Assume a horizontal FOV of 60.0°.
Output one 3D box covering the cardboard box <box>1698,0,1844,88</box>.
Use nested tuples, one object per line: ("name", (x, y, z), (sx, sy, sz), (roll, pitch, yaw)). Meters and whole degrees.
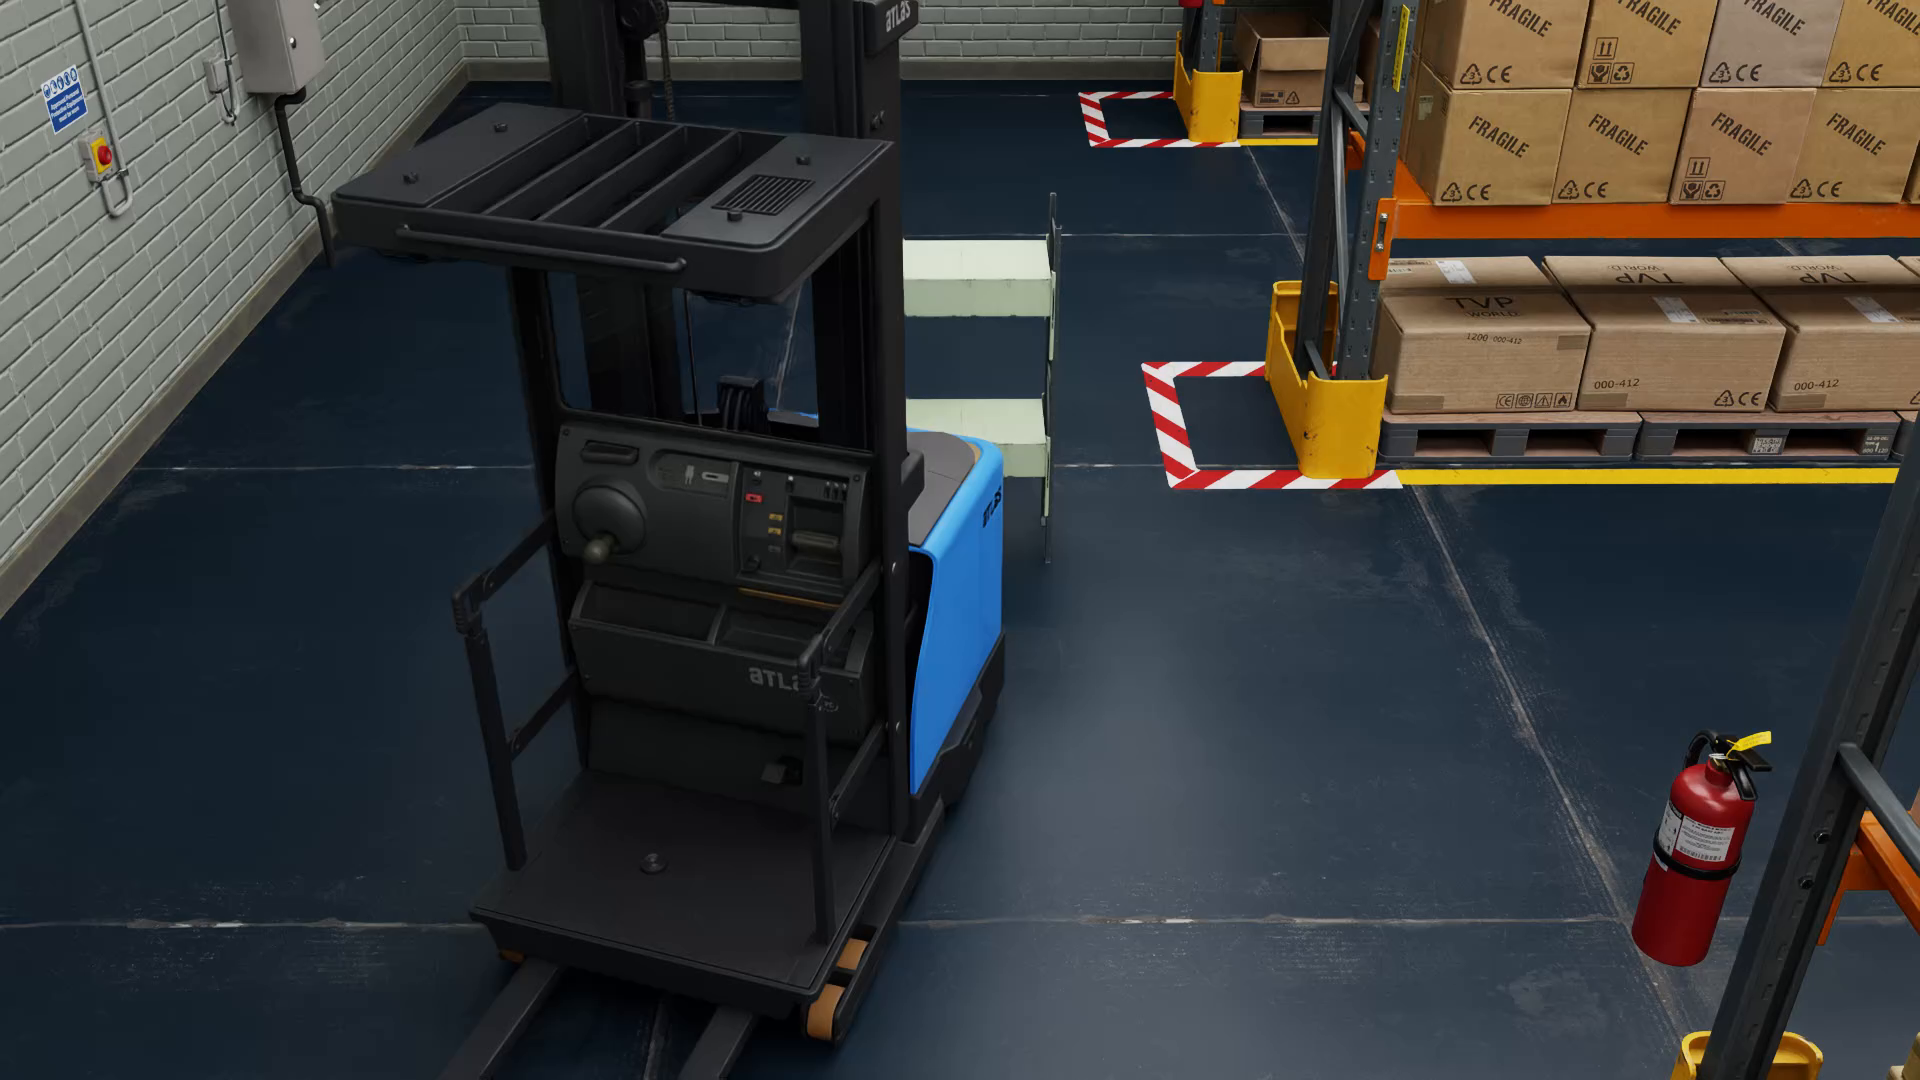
("cardboard box", (3.296, -2.204, 6.930), (0.500, 0.500, 0.500), (0, 31, -1))

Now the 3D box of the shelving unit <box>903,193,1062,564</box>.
("shelving unit", (0.007, -0.641, 6.861), (0.755, 1.500, 0.431), (0, 31, 0))

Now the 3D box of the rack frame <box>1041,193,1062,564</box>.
("rack frame", (0.373, -0.642, 6.863), (0.023, 1.500, 0.400), (0, 31, 0))

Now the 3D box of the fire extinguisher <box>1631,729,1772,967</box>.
("fire extinguisher", (1.659, 0.652, 3.717), (0.183, 0.674, 0.296), (0, 31, 0))

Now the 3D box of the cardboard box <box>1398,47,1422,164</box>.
("cardboard box", (2.263, -2.050, 7.641), (0.500, 0.500, 0.500), (0, 31, 0))

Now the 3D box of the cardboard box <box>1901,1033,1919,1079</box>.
("cardboard box", (2.441, 1.350, 3.903), (0.250, 0.149, 0.380), (0, 31, 0))

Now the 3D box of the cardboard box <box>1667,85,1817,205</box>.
("cardboard box", (3.279, -1.772, 7.183), (0.500, 0.500, 0.500), (0, 31, -1))

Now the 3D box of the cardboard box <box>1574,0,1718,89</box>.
("cardboard box", (2.781, -2.198, 6.921), (0.500, 0.500, 0.500), (-1, 31, -2))

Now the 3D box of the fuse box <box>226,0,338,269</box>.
("fuse box", (-3.723, -2.378, 9.520), (0.414, 1.711, 0.539), (0, 31, 0))

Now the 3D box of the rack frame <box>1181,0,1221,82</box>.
("rack frame", (1.749, -4.443, 11.682), (0.127, 3.000, 1.000), (0, 31, 0))

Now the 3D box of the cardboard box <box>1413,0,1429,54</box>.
("cardboard box", (2.263, -2.464, 7.359), (0.500, 0.500, 0.500), (1, 31, 1))

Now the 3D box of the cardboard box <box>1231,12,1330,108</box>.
("cardboard box", (2.361, -3.508, 12.143), (0.637, 0.503, 0.797), (-1, 31, -2))

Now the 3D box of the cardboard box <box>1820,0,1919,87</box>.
("cardboard box", (3.794, -2.206, 6.933), (0.500, 0.500, 0.500), (0, 31, 0))

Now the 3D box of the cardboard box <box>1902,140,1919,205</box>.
("cardboard box", (4.303, -1.776, 7.190), (0.500, 0.500, 0.500), (-1, 31, -1))

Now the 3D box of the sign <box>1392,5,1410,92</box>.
("sign", (1.780, -1.985, 6.719), (0.005, 0.325, 0.100), (0, 31, 0))

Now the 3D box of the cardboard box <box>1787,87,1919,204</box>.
("cardboard box", (3.779, -1.783, 7.200), (0.500, 0.500, 0.500), (1, 31, 1))

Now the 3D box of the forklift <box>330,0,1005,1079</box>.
("forklift", (-0.768, -0.029, 4.472), (1.130, 2.935, 3.031), (9, 32, 15))

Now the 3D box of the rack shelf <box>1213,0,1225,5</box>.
("rack shelf", (3.749, -4.142, 11.879), (4.000, 0.370, 1.077), (0, 31, 0))

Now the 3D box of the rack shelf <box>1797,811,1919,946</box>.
("rack shelf", (3.913, 1.000, 3.404), (4.000, 0.370, 1.077), (0, 31, 0))

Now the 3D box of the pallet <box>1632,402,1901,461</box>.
("pallet", (3.798, -0.722, 8.236), (1.213, 0.211, 1.003), (0, 31, 0))

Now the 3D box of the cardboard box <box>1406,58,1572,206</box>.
("cardboard box", (2.264, -1.764, 7.169), (0.500, 0.500, 0.500), (0, 31, -1))

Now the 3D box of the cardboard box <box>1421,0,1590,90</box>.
("cardboard box", (2.264, -2.193, 6.912), (0.500, 0.500, 0.500), (-1, 31, -1))

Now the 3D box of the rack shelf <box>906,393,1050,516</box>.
("rack shelf", (0.007, -0.363, 7.030), (0.720, 0.370, 0.431), (0, 31, 0))

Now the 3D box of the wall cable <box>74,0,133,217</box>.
("wall cable", (-3.856, -2.287, 7.118), (0.123, 1.953, 0.585), (0, 31, 0))

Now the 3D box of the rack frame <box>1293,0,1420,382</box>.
("rack frame", (1.782, -1.869, 7.438), (0.127, 3.000, 1.000), (0, 31, 0))

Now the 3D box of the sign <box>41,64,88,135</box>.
("sign", (-3.917, -1.929, 7.278), (0.001, 0.218, 0.327), (0, 31, 0))

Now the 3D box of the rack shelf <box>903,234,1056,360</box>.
("rack shelf", (0.007, -0.975, 6.659), (0.720, 0.370, 0.431), (0, 31, 0))

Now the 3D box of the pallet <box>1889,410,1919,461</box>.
("pallet", (5.022, -0.727, 8.245), (1.213, 0.211, 1.003), (0, 31, 0))

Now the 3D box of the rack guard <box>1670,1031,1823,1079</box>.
("rack guard", (1.989, 1.767, 3.856), (0.348, 0.500, 1.175), (0, 31, 0))

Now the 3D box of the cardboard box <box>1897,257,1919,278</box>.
("cardboard box", (5.154, -1.019, 8.103), (0.875, 0.438, 0.875), (-1, 31, -1))

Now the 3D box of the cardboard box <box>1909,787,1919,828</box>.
("cardboard box", (2.238, 0.658, 3.515), (0.250, 0.149, 0.380), (0, 31, 0))

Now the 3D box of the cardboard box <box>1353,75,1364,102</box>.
("cardboard box", (2.786, -3.338, 12.204), (0.250, 0.149, 0.380), (-1, 31, -2))

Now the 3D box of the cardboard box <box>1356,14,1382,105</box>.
("cardboard box", (3.216, -3.490, 12.115), (0.500, 0.500, 0.700), (1, 31, 2))

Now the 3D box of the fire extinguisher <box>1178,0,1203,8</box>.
("fire extinguisher", (1.605, -4.011, 11.403), (0.183, 0.674, 0.296), (0, 31, 0))

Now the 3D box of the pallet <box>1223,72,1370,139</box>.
("pallet", (2.622, -3.254, 12.411), (1.213, 0.211, 1.003), (0, 31, 0))

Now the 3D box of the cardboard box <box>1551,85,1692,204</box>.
("cardboard box", (2.770, -1.780, 7.196), (0.500, 0.500, 0.500), (-1, 31, -1))

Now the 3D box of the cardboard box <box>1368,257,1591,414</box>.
("cardboard box", (2.442, -1.007, 8.083), (0.875, 0.438, 0.875), (-1, 31, -2))

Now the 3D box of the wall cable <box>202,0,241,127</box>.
("wall cable", (-3.876, -3.009, 8.338), (0.122, 1.984, 0.588), (0, 31, 0))

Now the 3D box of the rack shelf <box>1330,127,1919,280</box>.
("rack shelf", (3.782, -1.567, 7.635), (4.000, 0.370, 1.077), (0, 31, 0))

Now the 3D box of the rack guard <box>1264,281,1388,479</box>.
("rack guard", (1.758, -0.800, 8.087), (0.348, 0.500, 1.175), (0, 31, 0))

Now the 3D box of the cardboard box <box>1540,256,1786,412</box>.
("cardboard box", (3.357, -1.014, 8.095), (0.875, 0.438, 0.875), (1, 31, 1))

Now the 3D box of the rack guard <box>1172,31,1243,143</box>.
("rack guard", (1.825, -3.375, 12.331), (0.348, 0.500, 1.175), (0, 31, 0))

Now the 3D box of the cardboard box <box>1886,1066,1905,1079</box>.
("cardboard box", (2.439, 1.461, 4.007), (0.250, 0.149, 0.380), (-1, 31, -2))

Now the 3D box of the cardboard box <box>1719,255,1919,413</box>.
("cardboard box", (4.259, -1.016, 8.098), (0.875, 0.438, 0.875), (-1, 31, -2))

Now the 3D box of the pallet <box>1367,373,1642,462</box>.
("pallet", (2.582, -0.720, 8.233), (1.213, 0.211, 1.003), (0, 31, 0))
